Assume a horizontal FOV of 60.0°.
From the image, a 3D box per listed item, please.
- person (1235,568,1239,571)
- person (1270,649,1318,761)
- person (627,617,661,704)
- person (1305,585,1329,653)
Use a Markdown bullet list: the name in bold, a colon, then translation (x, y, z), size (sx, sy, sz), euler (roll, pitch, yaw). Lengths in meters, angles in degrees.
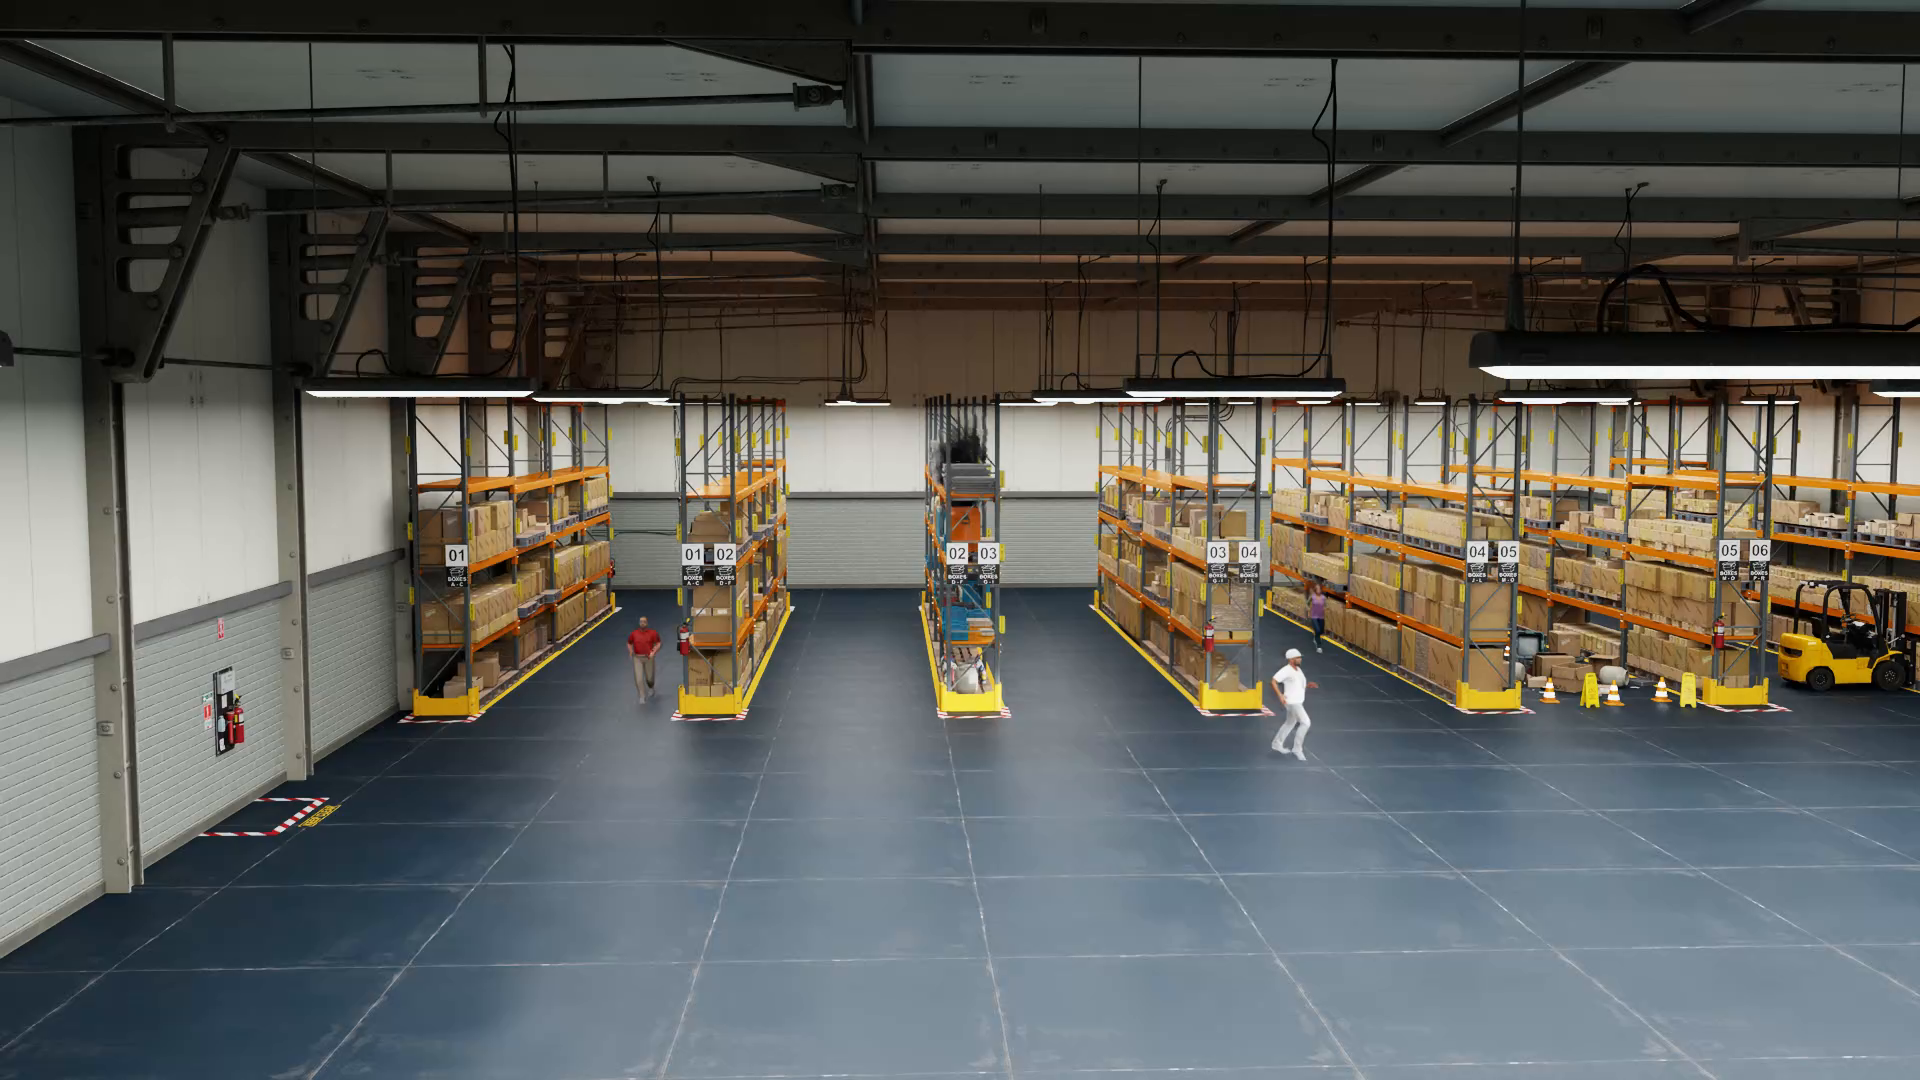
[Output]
- **person**: translation (8.155, 1.107, 48.398), size (0.807, 1.582, 0.560), euler (-3, 6, -36)
- **person**: translation (5.468, 2.694, 27.229), size (0.757, 1.824, 0.670), euler (2, 5, 26)
- **person**: translation (-6.157, 2.327, 32.357), size (0.664, 1.675, 0.624), euler (0, 5, -4)
- **person**: translation (8.402, 1.833, 39.115), size (0.538, 1.576, 0.804), euler (0, 5, -2)
